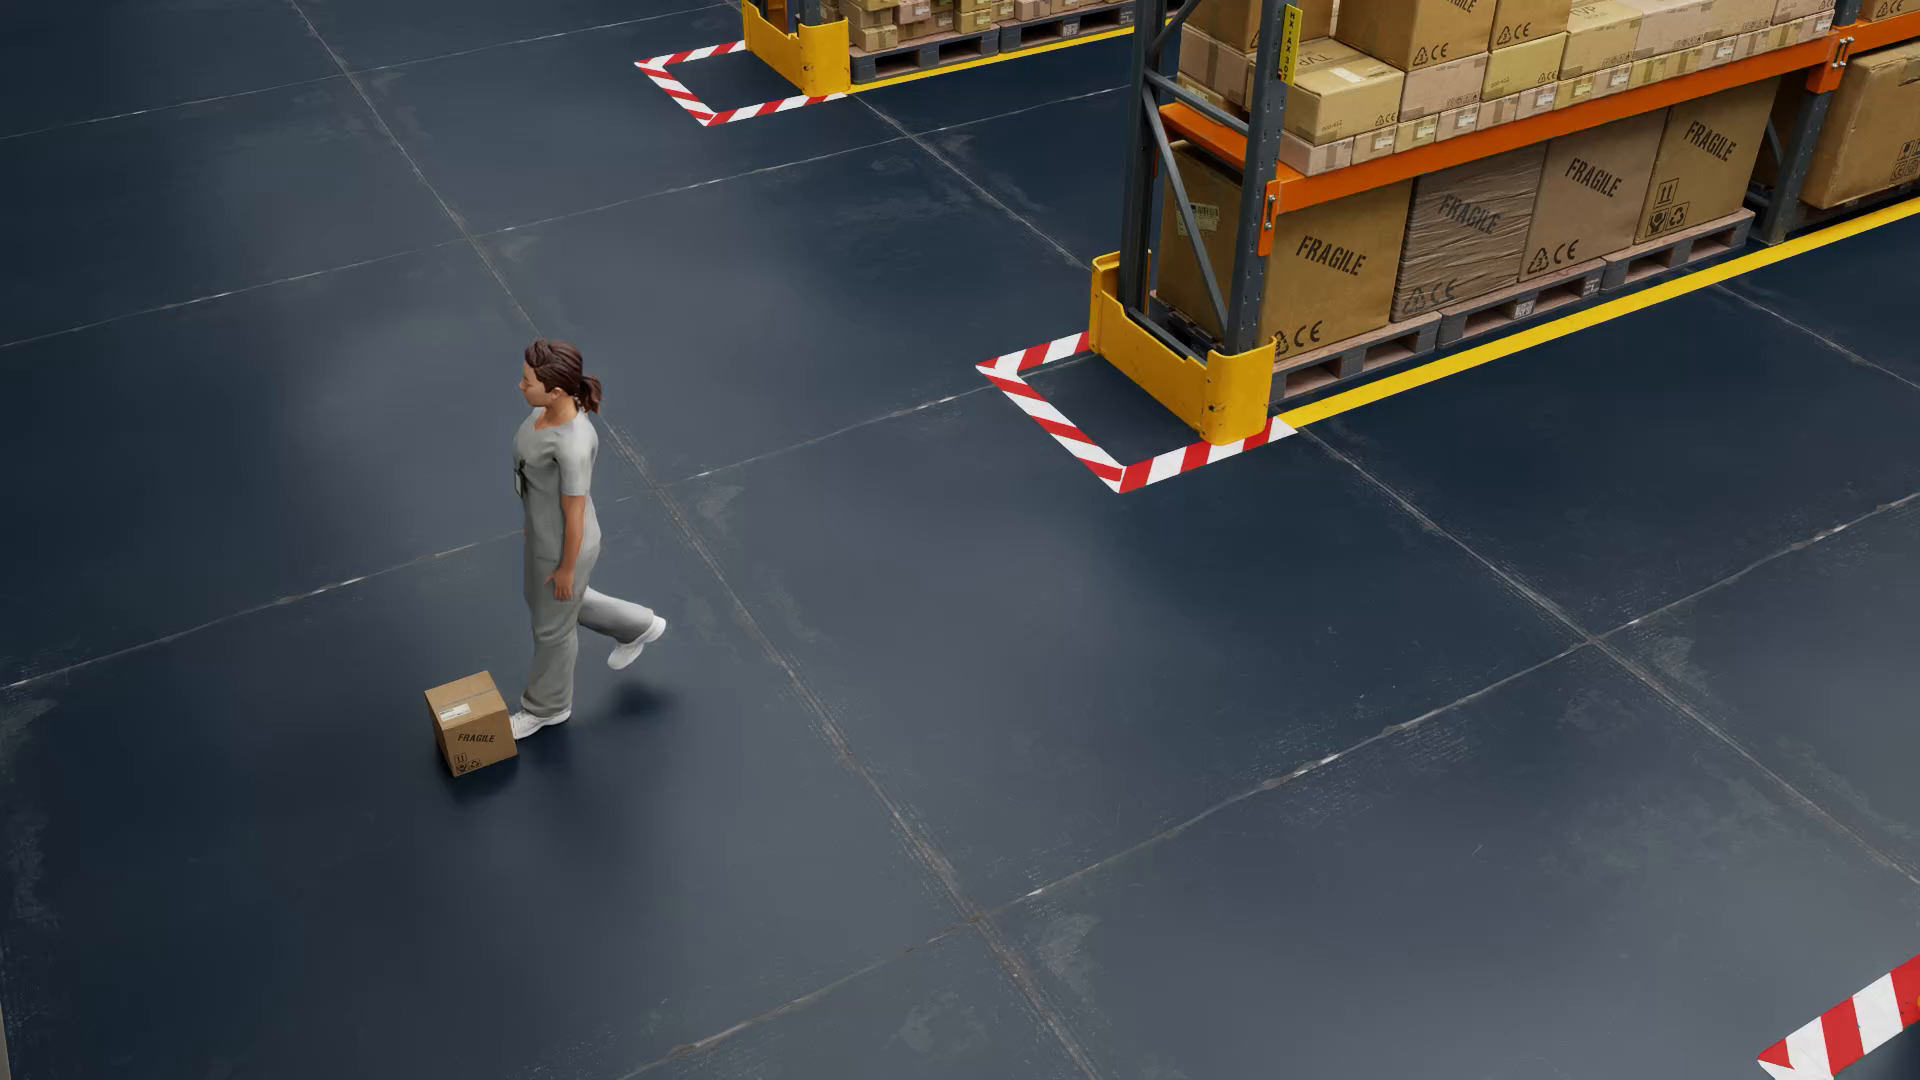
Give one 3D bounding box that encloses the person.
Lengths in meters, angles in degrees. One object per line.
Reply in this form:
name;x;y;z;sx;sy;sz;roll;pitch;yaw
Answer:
person;-1.494;-0.005;6.153;0.743;1.653;0.462;-14;39;-17
